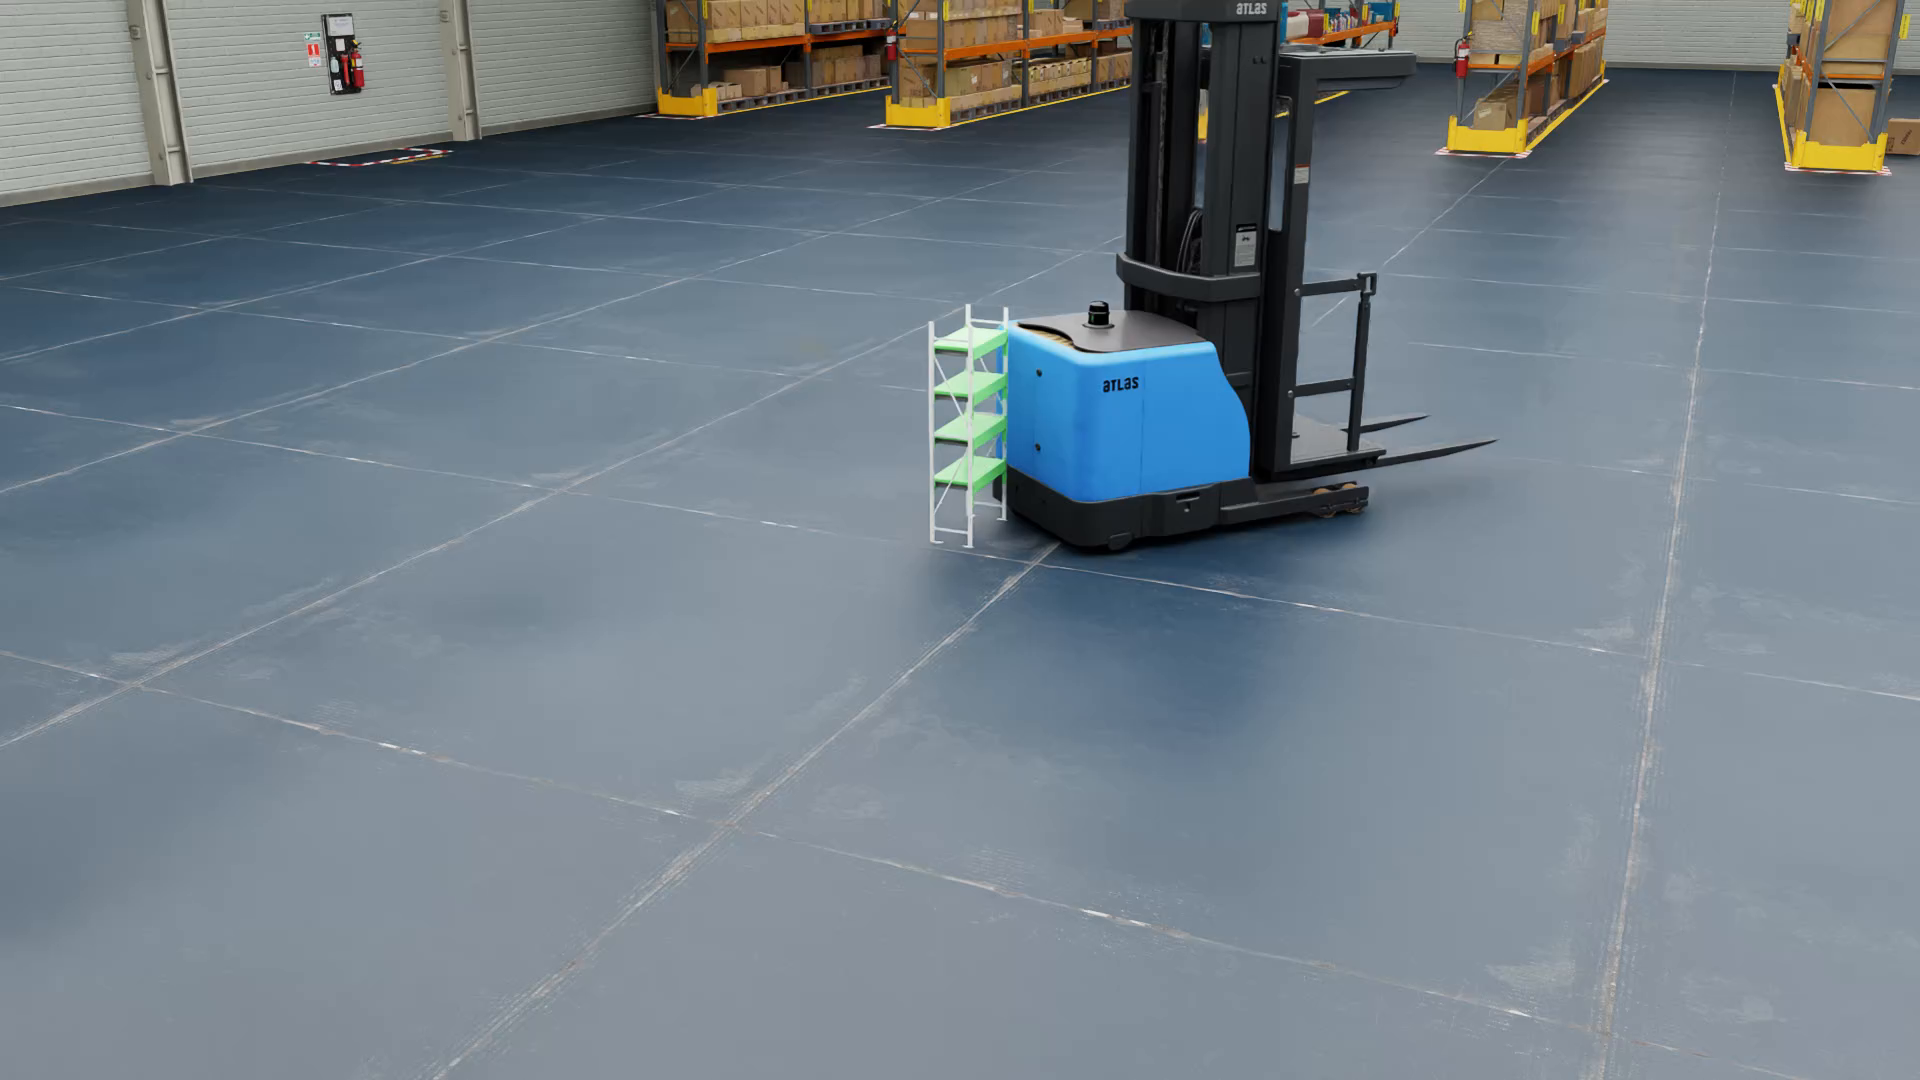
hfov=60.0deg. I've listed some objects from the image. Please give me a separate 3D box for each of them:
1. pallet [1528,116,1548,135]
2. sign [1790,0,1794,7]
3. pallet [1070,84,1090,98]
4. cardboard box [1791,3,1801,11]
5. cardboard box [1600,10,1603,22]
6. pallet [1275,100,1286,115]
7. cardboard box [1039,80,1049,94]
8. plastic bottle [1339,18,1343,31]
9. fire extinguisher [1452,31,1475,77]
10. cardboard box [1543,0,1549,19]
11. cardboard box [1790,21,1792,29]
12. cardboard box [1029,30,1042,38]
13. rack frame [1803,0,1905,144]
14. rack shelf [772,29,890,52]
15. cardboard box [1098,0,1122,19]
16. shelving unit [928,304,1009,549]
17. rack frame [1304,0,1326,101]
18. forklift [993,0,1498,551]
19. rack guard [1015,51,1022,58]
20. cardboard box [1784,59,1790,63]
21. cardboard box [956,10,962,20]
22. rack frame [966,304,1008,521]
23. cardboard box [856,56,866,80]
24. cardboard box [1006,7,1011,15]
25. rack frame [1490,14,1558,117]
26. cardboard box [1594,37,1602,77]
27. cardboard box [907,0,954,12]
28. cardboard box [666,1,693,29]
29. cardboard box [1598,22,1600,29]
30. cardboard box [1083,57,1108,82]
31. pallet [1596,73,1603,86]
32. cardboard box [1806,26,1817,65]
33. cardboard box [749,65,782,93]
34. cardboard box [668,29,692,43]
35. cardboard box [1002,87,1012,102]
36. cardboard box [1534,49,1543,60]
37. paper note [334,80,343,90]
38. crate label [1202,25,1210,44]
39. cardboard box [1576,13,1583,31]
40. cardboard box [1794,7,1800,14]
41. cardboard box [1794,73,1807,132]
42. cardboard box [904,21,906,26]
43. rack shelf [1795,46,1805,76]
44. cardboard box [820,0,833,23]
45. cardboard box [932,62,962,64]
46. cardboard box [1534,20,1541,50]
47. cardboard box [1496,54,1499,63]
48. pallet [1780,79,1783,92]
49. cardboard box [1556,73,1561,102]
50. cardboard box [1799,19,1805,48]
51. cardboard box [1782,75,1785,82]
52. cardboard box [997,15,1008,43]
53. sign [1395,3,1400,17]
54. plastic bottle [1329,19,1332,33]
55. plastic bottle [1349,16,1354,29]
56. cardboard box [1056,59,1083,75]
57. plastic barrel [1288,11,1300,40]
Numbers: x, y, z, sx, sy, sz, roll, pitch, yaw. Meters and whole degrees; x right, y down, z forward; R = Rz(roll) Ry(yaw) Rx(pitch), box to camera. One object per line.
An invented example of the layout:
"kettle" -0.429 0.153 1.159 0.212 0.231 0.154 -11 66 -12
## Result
"pallet" 9.681 -7.258 29.062 1.003 0.211 1.213 9 21 23
"sign" 18.826 -12.221 37.564 0.100 0.325 0.005 9 21 23
"pallet" 2.153 -9.805 36.224 1.003 0.211 1.213 9 21 23
"cardboard box" 17.103 -10.818 33.772 0.380 0.149 0.250 10 22 25
"cardboard box" 14.256 -11.865 37.634 0.500 0.250 0.500 9 21 23
"pallet" 5.692 -8.393 32.254 1.003 0.211 1.213 9 21 23
"cardboard box" 1.490 -9.290 34.091 0.500 0.250 0.500 9 22 24
"plastic bottle" 8.309 -11.306 36.468 0.152 0.276 0.135 9 21 23
"fire extinguisher" 7.819 -7.551 25.840 0.296 0.674 0.183 9 21 23
"cardboard box" 9.175 -8.653 26.738 0.500 0.500 0.500 9 21 23
"cardboard box" 16.467 -10.062 32.532 0.380 0.149 0.250 8 21 20
"cardboard box" 1.437 -10.267 33.736 0.380 0.149 0.250 9 21 23
"rack frame" 12.770 -6.848 23.747 1.000 3.000 0.127 9 21 23
"rack shelf" -2.814 -11.093 36.758 1.077 0.370 4.000 9 21 23
"cardboard box" 3.230 -12.071 37.659 0.700 0.500 0.500 13 23 33
"shelving unit" 0.049 -0.612 8.898 0.258 1.200 0.503 8 21 22
"rack frame" 7.043 -10.684 34.535 1.000 3.000 0.127 9 21 23
"forklift" 1.738 -1.650 9.234 3.031 2.935 1.130 -10 22 -25
"rack guard" 1.291 -13.319 45.673 1.175 0.500 0.348 9 21 23
"cardboard box" 18.797 -10.760 37.488 0.380 0.149 0.250 8 21 20
"cardboard box" -0.184 -9.520 30.143 0.380 0.149 0.250 9 21 23
"rack frame" 0.145 -0.687 9.109 0.240 1.200 0.015 8 21 22
"cardboard box" -2.559 -10.704 37.665 0.700 0.500 0.500 9 21 23
"cardboard box" 0.764 -10.227 32.131 0.380 0.149 0.250 8 21 21
"rack frame" 9.924 -8.782 29.185 1.000 3.000 0.127 9 21 23
"cardboard box" 14.276 -11.162 38.423 0.875 0.875 0.875 9 21 23
"cardboard box" -0.526 -9.735 29.780 0.700 0.500 0.500 9 21 23
"cardboard box" -5.272 -10.063 31.864 0.500 0.500 0.500 8 21 22
"cardboard box" 14.155 -11.550 37.344 0.380 0.149 0.250 9 21 23
"cardboard box" 2.973 -10.494 37.075 0.500 0.500 0.500 10 22 25
"pallet" 14.582 -10.881 39.250 1.003 0.211 1.213 9 21 23
"cardboard box" 13.734 -7.706 25.938 0.875 0.550 0.550 9 21 23
"cardboard box" -4.021 -9.528 34.356 0.500 0.500 0.500 7 21 19
"cardboard box" -5.256 -9.706 31.979 0.500 0.250 0.500 9 21 23
"cardboard box" 0.684 -8.721 32.492 0.500 0.250 0.500 9 21 23
"cardboard box" 9.323 -7.940 27.194 0.380 0.149 0.250 9 21 23
"paper note" -9.413 -6.887 25.171 0.016 0.148 0.142 9 21 23
"crate label" 4.274 -8.855 29.339 0.502 0.435 0.616 9 21 23
"cardboard box" 12.009 -10.163 32.920 0.500 0.500 0.500 9 22 24
"cardboard box" 16.040 -10.022 31.534 0.380 0.149 0.250 9 22 24
"cardboard box" 14.086 -7.084 26.957 0.875 0.875 0.875 9 21 24
"cardboard box" -1.352 -12.149 38.998 0.380 0.149 0.250 9 22 24
"rack shelf" 15.227 -8.343 29.025 1.077 0.370 4.000 9 21 23
"cardboard box" -3.158 -11.396 35.730 0.700 0.500 0.500 11 22 28
"cardboard box" -0.200 -8.840 31.707 0.500 0.500 0.500 9 21 23
"cardboard box" 9.091 -8.378 27.457 0.875 0.500 0.500 9 21 23
"cardboard box" 8.317 -7.632 26.329 0.380 0.149 0.250 9 21 23
"pallet" 18.926 -10.158 37.217 1.003 0.211 1.213 9 21 23
"cardboard box" 11.306 -8.827 32.385 0.700 0.500 0.500 7 21 20
"cardboard box" 15.410 -9.084 29.887 0.500 0.500 0.500 8 21 22
"cardboard box" 18.482 -10.246 36.930 0.380 0.149 0.250 9 21 23
"cardboard box" 0.502 -9.891 32.154 0.700 0.500 0.500 8 21 22
"sign" 10.828 -13.136 41.186 0.100 0.325 0.005 9 21 23
"plastic bottle" 7.896 -10.964 35.495 0.061 0.283 0.133 9 21 23
"plastic bottle" 8.815 -11.684 37.530 0.152 0.276 0.135 9 21 23
"cardboard box" 2.329 -10.178 35.751 0.500 0.311 0.500 8 21 22
"plastic barrel" 6.475 -10.144 32.814 0.433 0.535 0.433 0 20 0
